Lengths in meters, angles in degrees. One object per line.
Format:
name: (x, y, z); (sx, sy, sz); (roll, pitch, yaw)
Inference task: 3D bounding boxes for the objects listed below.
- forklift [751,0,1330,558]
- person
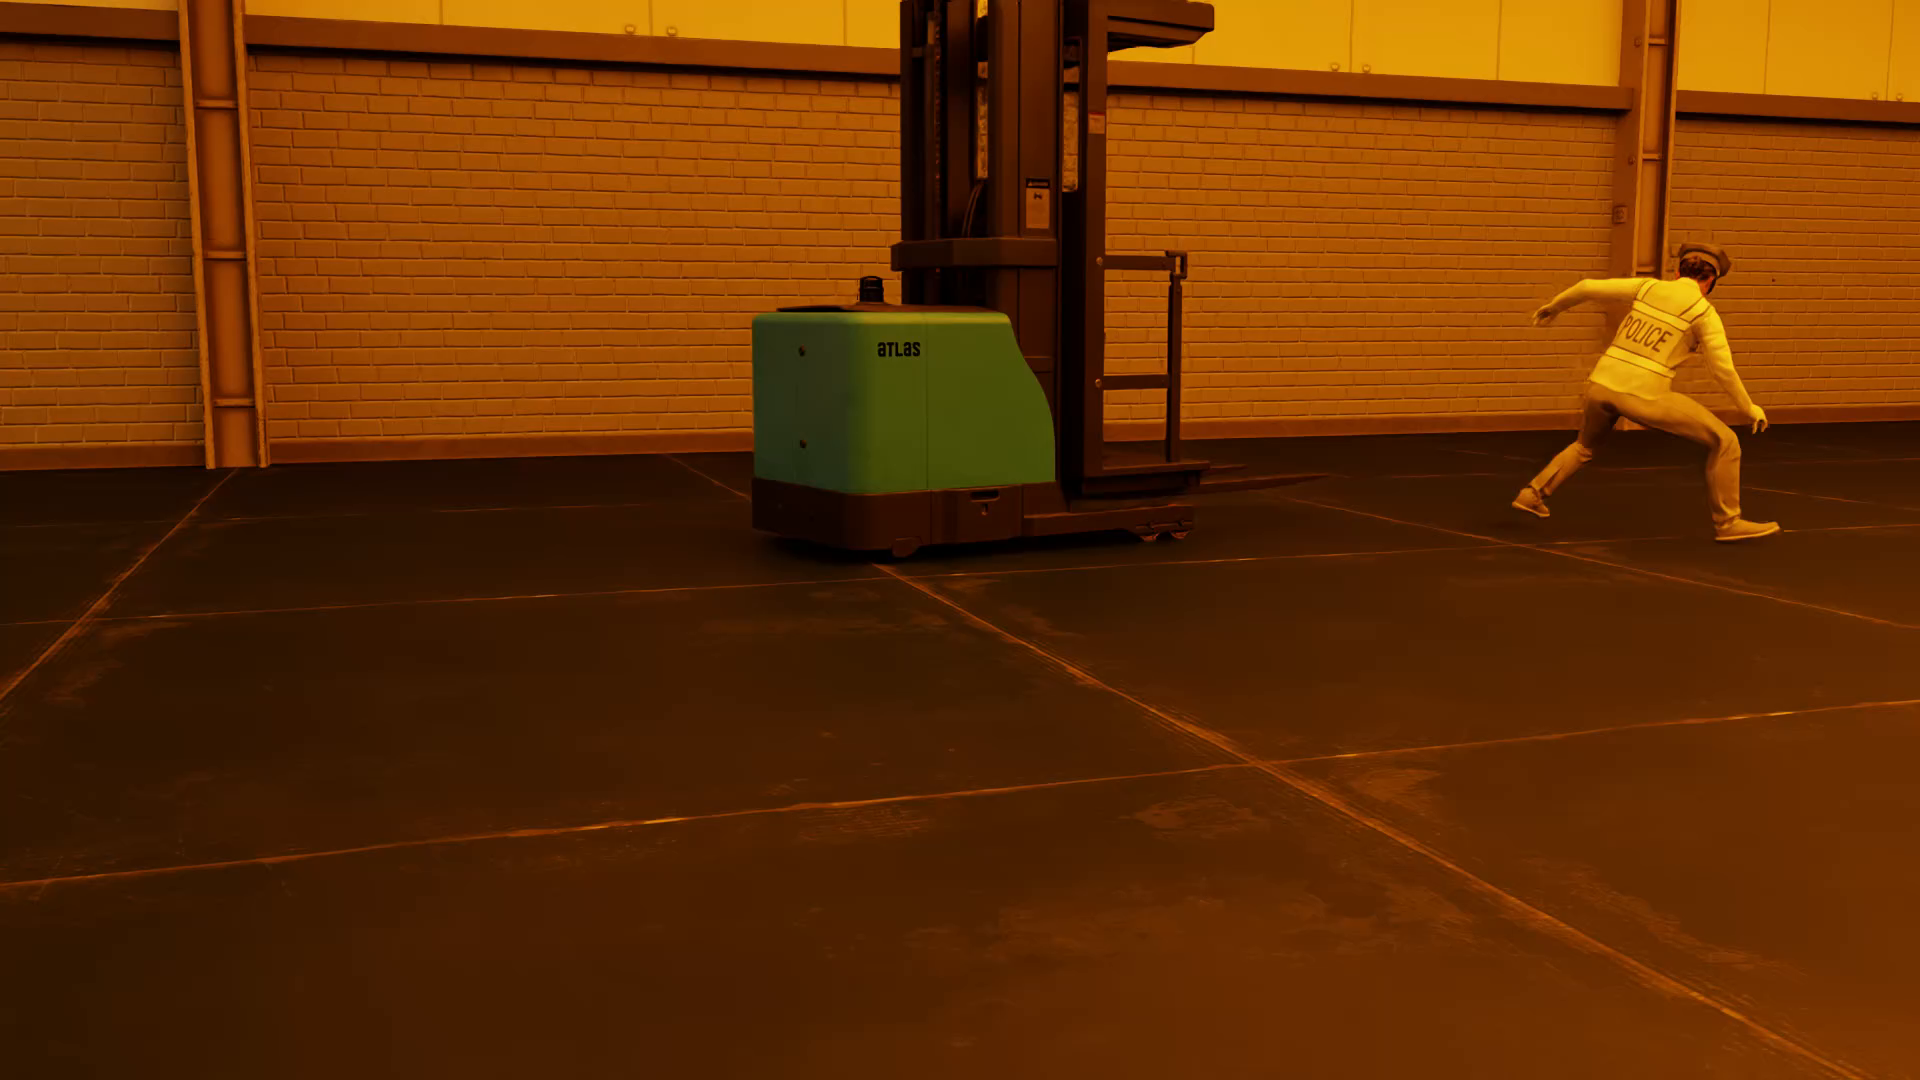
forklift: (0.525, -1.502, 8.094); (3.031, 2.935, 1.130); (-5, 9, -33)
person: (3.261, -0.714, 7.974); (0.705, 1.403, 1.127); (-5, 9, -31)
